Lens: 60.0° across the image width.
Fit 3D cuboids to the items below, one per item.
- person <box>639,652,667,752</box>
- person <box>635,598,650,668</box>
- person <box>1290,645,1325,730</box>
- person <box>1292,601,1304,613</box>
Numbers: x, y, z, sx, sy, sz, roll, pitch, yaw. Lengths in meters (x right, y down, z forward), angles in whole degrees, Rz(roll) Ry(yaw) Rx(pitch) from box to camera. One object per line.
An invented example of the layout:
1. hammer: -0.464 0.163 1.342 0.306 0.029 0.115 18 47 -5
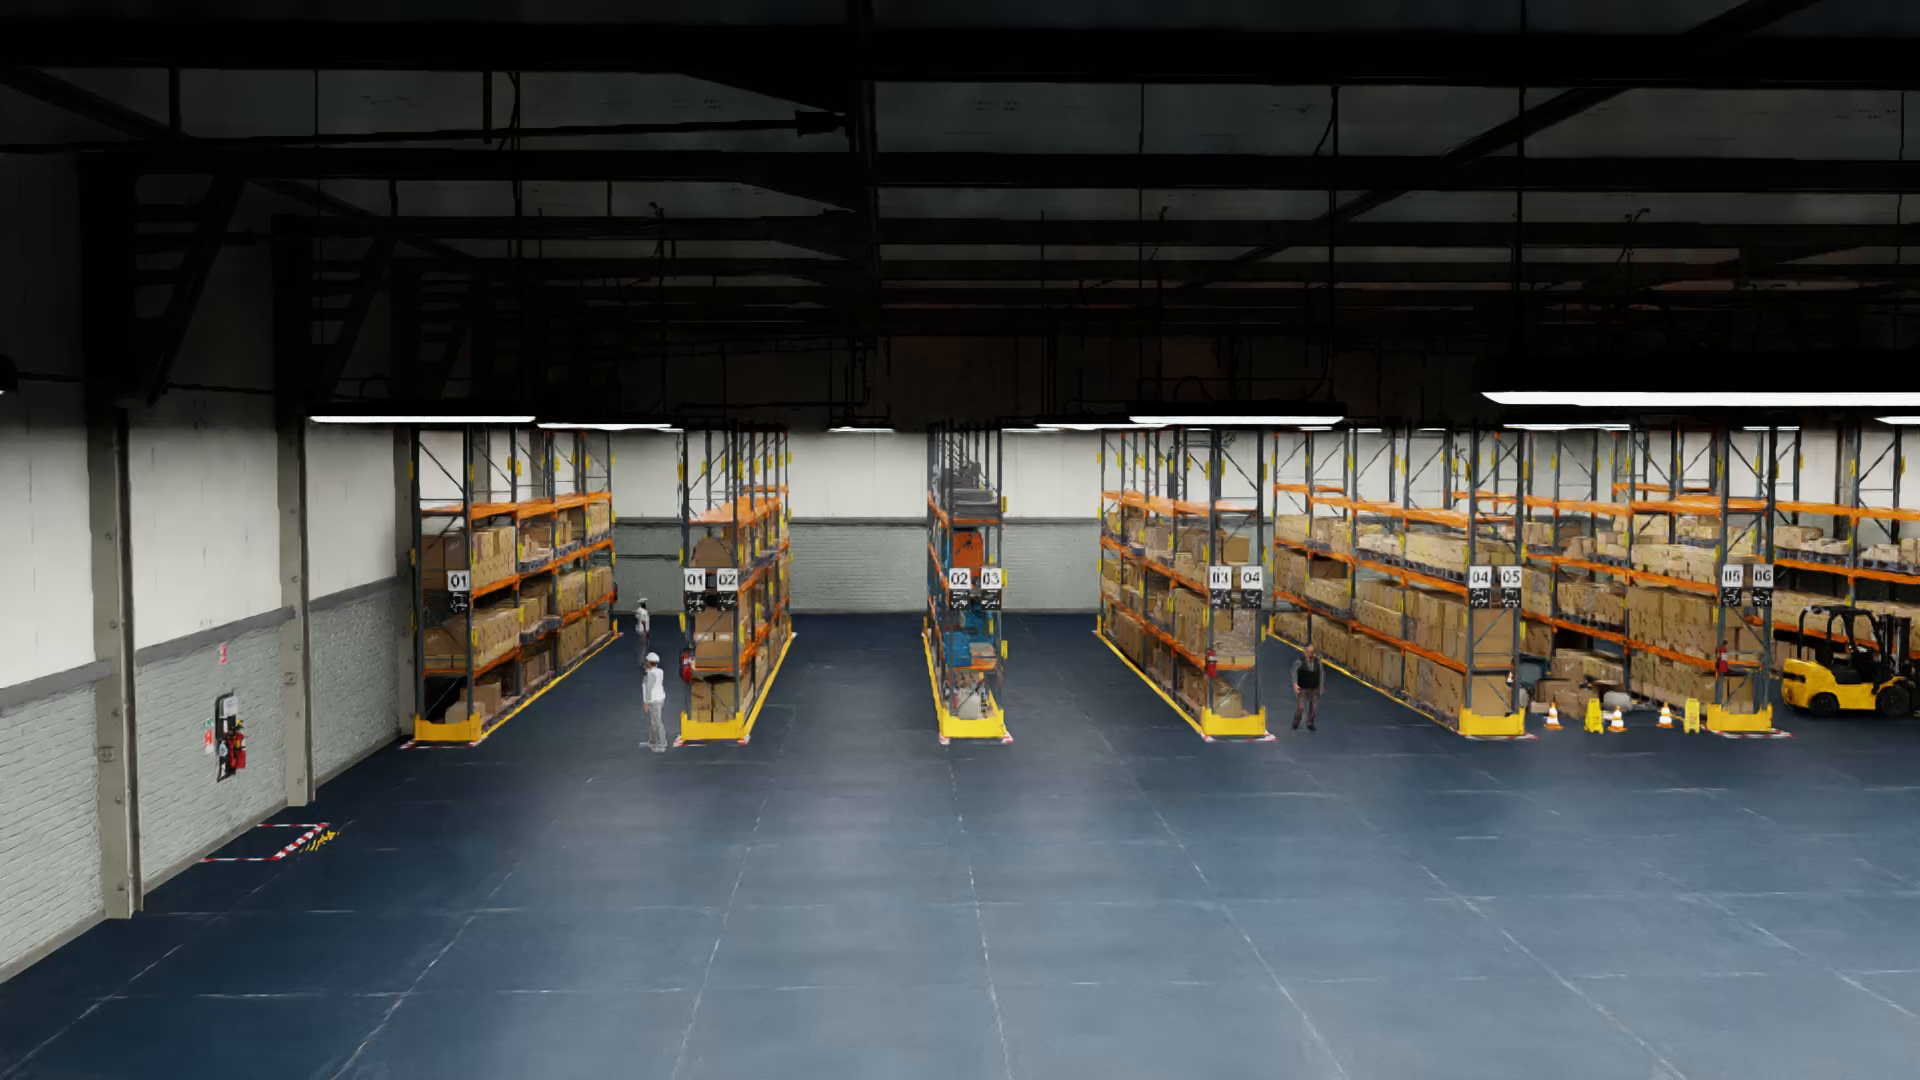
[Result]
1. person: -5.550 2.901 30.020 0.582 1.769 0.647 0 4 5
2. person: -7.780 2.298 40.882 0.372 1.735 0.526 -2 4 -29
3. person: 6.692 2.842 32.043 0.677 1.673 0.530 0 4 -7
4. person: 10.326 1.653 50.790 0.524 1.652 0.477 3 4 36
